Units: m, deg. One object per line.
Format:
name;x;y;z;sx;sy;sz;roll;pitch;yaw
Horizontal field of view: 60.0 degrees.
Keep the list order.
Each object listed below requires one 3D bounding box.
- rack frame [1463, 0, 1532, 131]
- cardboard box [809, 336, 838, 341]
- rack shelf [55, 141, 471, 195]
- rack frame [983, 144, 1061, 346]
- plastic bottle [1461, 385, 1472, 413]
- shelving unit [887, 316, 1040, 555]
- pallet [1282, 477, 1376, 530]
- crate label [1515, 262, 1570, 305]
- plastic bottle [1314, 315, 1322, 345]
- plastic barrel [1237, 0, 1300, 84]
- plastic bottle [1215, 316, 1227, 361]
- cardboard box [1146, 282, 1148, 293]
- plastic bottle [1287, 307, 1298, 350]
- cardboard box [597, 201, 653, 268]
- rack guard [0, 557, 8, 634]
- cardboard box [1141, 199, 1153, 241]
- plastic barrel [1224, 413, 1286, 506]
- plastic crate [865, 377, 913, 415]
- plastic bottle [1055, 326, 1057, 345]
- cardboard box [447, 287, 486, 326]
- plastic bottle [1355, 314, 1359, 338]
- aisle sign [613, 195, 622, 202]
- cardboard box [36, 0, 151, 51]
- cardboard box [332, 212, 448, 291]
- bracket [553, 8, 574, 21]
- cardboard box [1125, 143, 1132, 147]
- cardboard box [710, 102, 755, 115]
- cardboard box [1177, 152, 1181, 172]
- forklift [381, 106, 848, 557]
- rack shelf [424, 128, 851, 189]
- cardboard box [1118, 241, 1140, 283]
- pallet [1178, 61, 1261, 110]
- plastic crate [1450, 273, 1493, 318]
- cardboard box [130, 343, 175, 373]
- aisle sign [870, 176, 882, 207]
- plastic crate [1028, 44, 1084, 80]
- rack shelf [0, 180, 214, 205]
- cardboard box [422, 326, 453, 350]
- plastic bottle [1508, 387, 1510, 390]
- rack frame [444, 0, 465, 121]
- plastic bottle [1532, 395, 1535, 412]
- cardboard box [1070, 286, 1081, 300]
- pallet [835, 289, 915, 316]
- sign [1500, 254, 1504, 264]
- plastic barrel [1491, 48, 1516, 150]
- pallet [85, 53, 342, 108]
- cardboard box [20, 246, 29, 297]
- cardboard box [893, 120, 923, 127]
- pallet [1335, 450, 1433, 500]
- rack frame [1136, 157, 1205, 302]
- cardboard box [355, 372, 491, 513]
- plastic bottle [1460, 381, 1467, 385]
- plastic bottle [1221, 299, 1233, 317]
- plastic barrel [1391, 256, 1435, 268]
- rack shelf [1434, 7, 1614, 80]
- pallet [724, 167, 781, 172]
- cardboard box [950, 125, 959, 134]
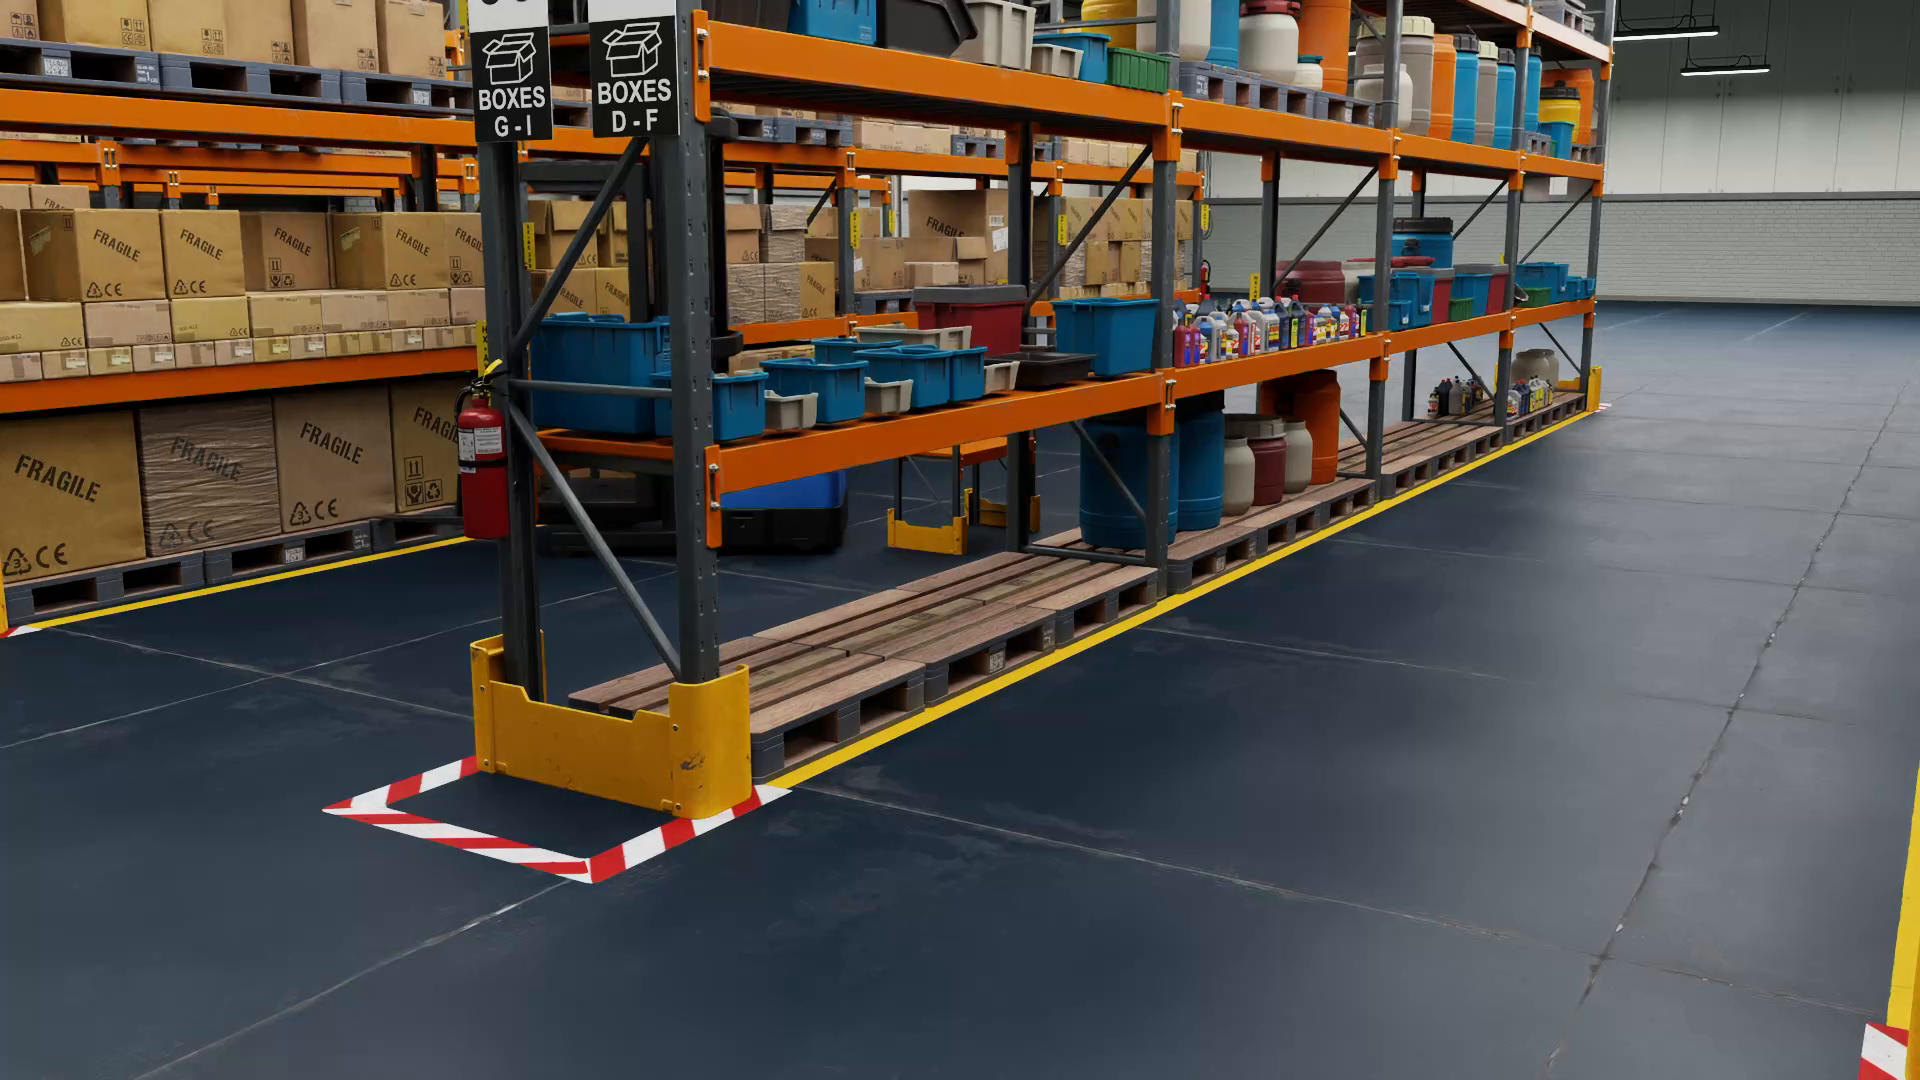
rack frame;4.887;-5.386;15.684;1.000;3.000;0.127;6;12;31
cardboard box;-2.207;-2.940;23.554;0.875;0.875;0.875;6;12;30
rack shelf;-6.648;-3.577;16.130;1.077;0.370;4.000;6;12;31
rack frame;0.654;-2.911;18.764;1.000;3.000;0.127;6;12;31
plastic bottle;5.214;-1.464;17.241;0.152;0.276;0.135;6;12;31
shelving unit;0.040;-0.749;11.295;0.587;1.500;1.083;6;12;31
pallet;2.437;-0.310;12.449;1.003;0.211;1.213;6;12;31
crate label;6.239;-2.769;17.909;0.502;0.435;0.616;6;12;31
plastic bottle;2.466;-1.462;11.565;0.097;0.201;0.097;0;11;0
plastic barrel;2.019;-3.263;10.983;0.433;0.535;0.433;0;11;0
plastic bottle;1.573;-1.226;10.113;0.097;0.271;0.097;0;11;0
cardboard box;2.124;-3.153;20.744;0.380;0.149;0.250;6;12;31
plastic bottle;2.206;-1.417;11.102;0.061;0.283;0.133;6;12;31
cardboard box;-2.809;-2.403;13.053;0.797;0.503;0.637;7;12;31
rack guard;-5.589;0.209;8.893;1.175;0.500;0.348;6;12;31
cardboard box;2.140;-3.959;20.566;0.500;0.500;0.500;6;12;31
plastic barrel;1.984;-0.573;11.691;0.600;0.588;0.708;6;12;31
plastic crate;-0.344;-0.607;7.011;0.250;0.136;0.298;6;12;31
plastic bottle;0.662;-1.211;10.023;0.152;0.276;0.135;6;12;31
cardboard box;-3.505;-1.630;11.525;0.500;0.250;0.500;6;12;30
plastic bottle;2.889;-1.590;12.249;0.097;0.201;0.097;0;11;0
aisle sign;-5.459;-5.746;26.846;0.394;0.787;0.004;6;12;31
cardboard box;-4.957;-2.966;9.225;0.700;0.500;0.500;6;12;29
cardboard box;-3.773;-1.917;11.019;0.500;0.500;0.500;7;12;31
bracket;-7.912;-10.499;33.214;0.235;0.232;0.430;6;12;31
cardboard box;1.835;-4.781;19.929;0.380;0.149;0.250;7;13;32
cardboard box;-2.051;-3.764;13.761;0.500;0.500;0.500;7;13;34
cardboard box;2.441;-4.761;20.907;0.500;0.250;0.500;6;12;31
forklift;-2.298;-1.431;11.049;3.031;2.935;1.130;0;11;-1
rack shelf;-2.461;-3.088;13.514;1.077;0.370;4.000;6;12;31
cardboard box;1.698;-3.409;20.346;0.875;0.500;0.500;6;12;31
pallet;1.057;-2.693;9.966;1.213;0.211;1.003;6;12;31
plastic crate;4.580;-2.226;15.153;0.392;0.384;0.575;6;12;31
cardboard box;-4.711;-1.046;9.487;0.380;0.149;0.250;6;12;30
aisle sign;-1.163;-5.290;24.408;0.394;0.787;0.004;6;12;31
plastic crate;0.399;-2.288;8.001;0.293;0.136;0.466;6;12;31
rack shelf;-13.098;-5.137;24.461;1.077;0.370;4.000;6;12;31
cardboard box;-3.645;-1.369;11.211;0.380;0.149;0.250;6;12;30
plastic bottle;5.633;-1.434;17.097;0.097;0.271;0.097;0;11;0
rack frame;-5.610;-5.720;17.468;1.000;3.000;0.127;6;12;31
plastic bottle;5.926;-1.437;17.304;0.097;0.201;0.097;0;11;0
cardboard box;1.163;-2.830;19.018;0.380;0.149;0.250;6;12;31
pallet;-1.144;-2.309;16.074;1.213;0.211;1.003;6;12;31
sign;6.496;-3.256;19.856;0.100;0.325;0.005;6;12;31
plastic barrel;4.808;-4.057;15.376;0.600;0.901;0.708;6;12;31
pallet;-4.568;-2.764;10.073;1.003;0.211;1.213;6;12;31
cardboard box;-7.966;-2.153;13.637;0.500;0.500;0.500;6;12;29
cardboard box;-0.693;-4.179;15.760;0.500;0.500;0.500;6;12;31
pallet;3.246;-0.556;13.764;1.003;0.211;1.213;6;12;31
rack frame;2.731;-3.540;22.124;1.000;3.000;0.127;6;12;31
cardboard box;-3.911;-0.718;11.687;0.875;0.875;0.875;6;12;31
plastic bottle;5.330;-1.550;17.702;0.152;0.276;0.135;7;12;32
plastic bottle;1.961;-1.624;12.210;0.061;0.283;0.133;6;12;31
plastic barrel;4.203;-2.375;15.532;0.433;0.535;0.433;0;11;0
rack shelf;5.925;-5.151;17.468;1.077;0.370;4.000;6;12;31
pallet;-3.099;-4.959;21.794;1.003;0.211;1.213;6;12;31
cardboard box;-0.234;-4.172;16.845;0.380;0.166;0.250;6;12;29
